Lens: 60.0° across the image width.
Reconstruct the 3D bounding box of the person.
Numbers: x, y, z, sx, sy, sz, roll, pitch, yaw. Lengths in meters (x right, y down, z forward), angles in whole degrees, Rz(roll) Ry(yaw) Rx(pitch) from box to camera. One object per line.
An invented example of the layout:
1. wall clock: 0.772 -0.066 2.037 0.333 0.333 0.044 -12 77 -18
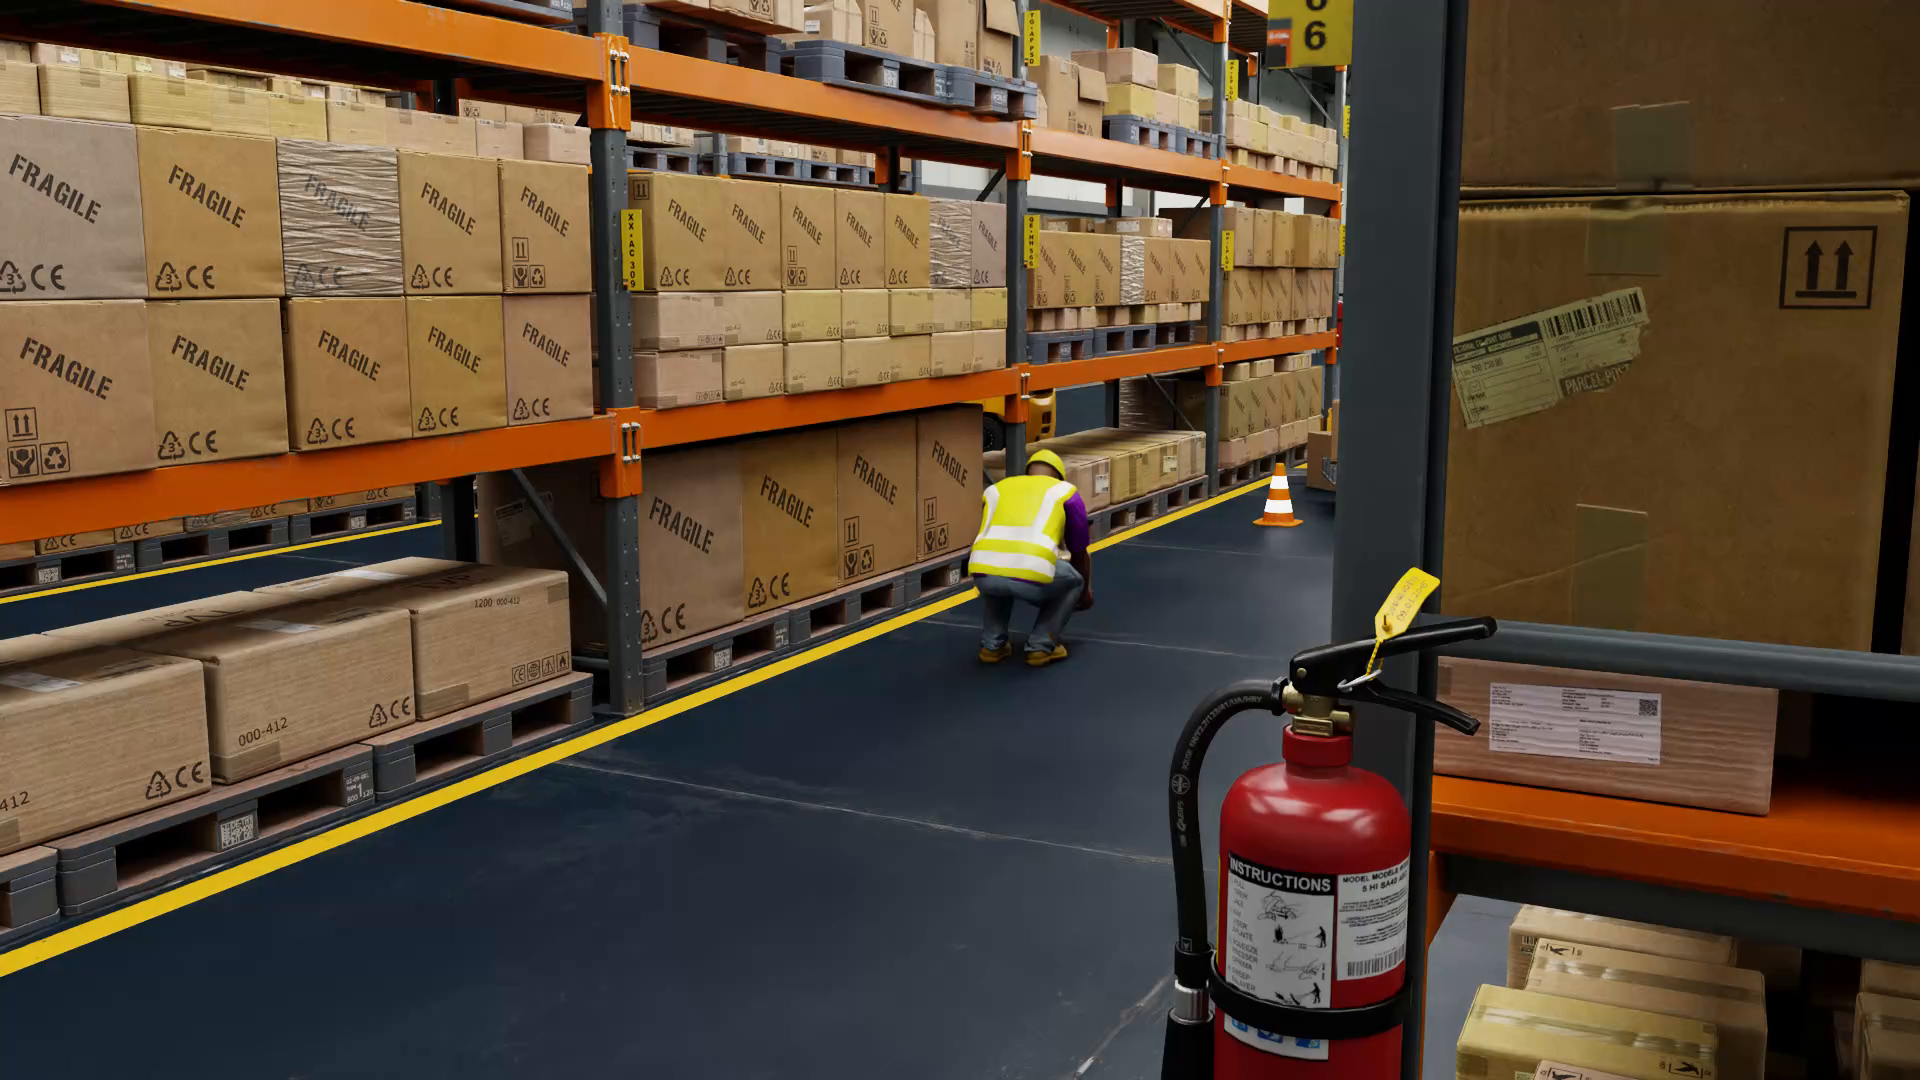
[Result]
1. person: 0.335 0.079 8.254 0.542 1.004 0.918 4 10 25
